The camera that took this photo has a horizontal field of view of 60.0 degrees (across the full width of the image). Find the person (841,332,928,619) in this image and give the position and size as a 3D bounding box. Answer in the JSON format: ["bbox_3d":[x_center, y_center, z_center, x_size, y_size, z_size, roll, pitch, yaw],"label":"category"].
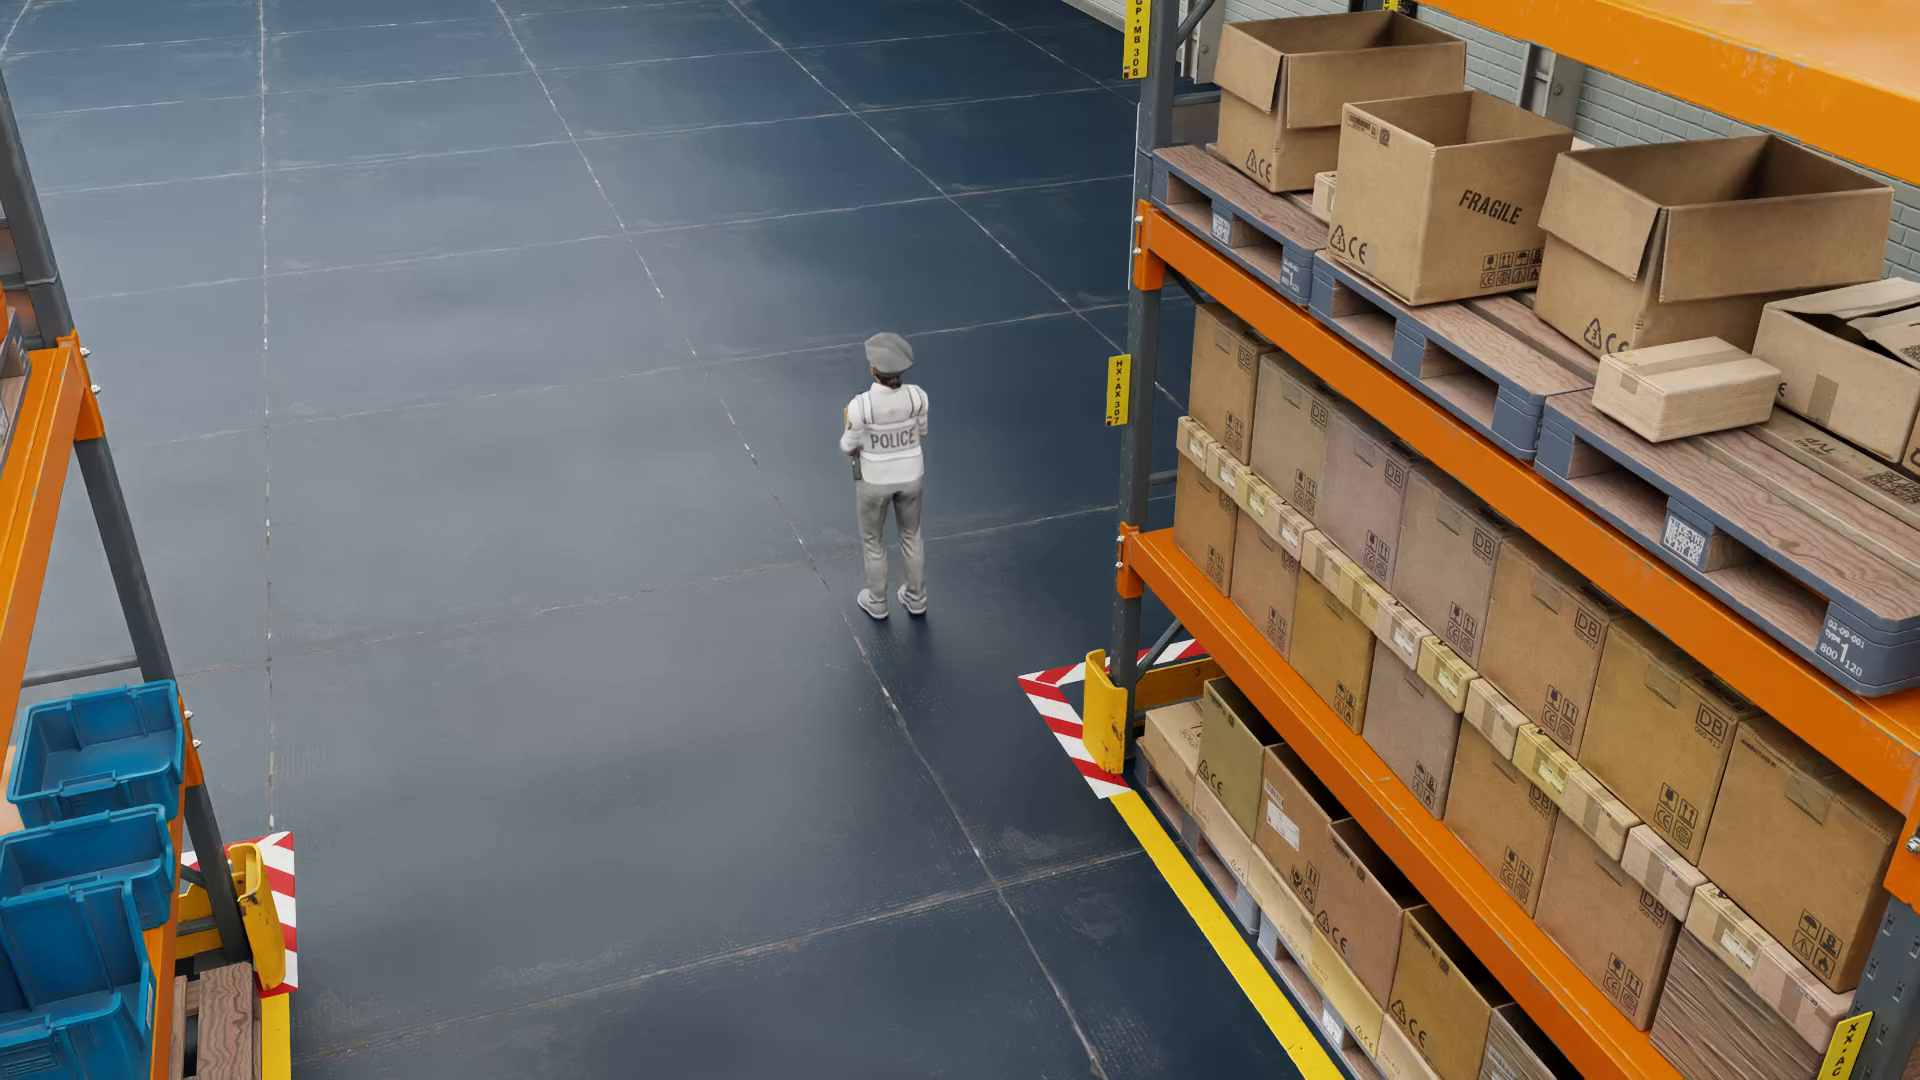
[{"bbox_3d":[-0.406,-0.357,8.920,0.467,1.695,0.554,-11,32,-18],"label":"person"}]
